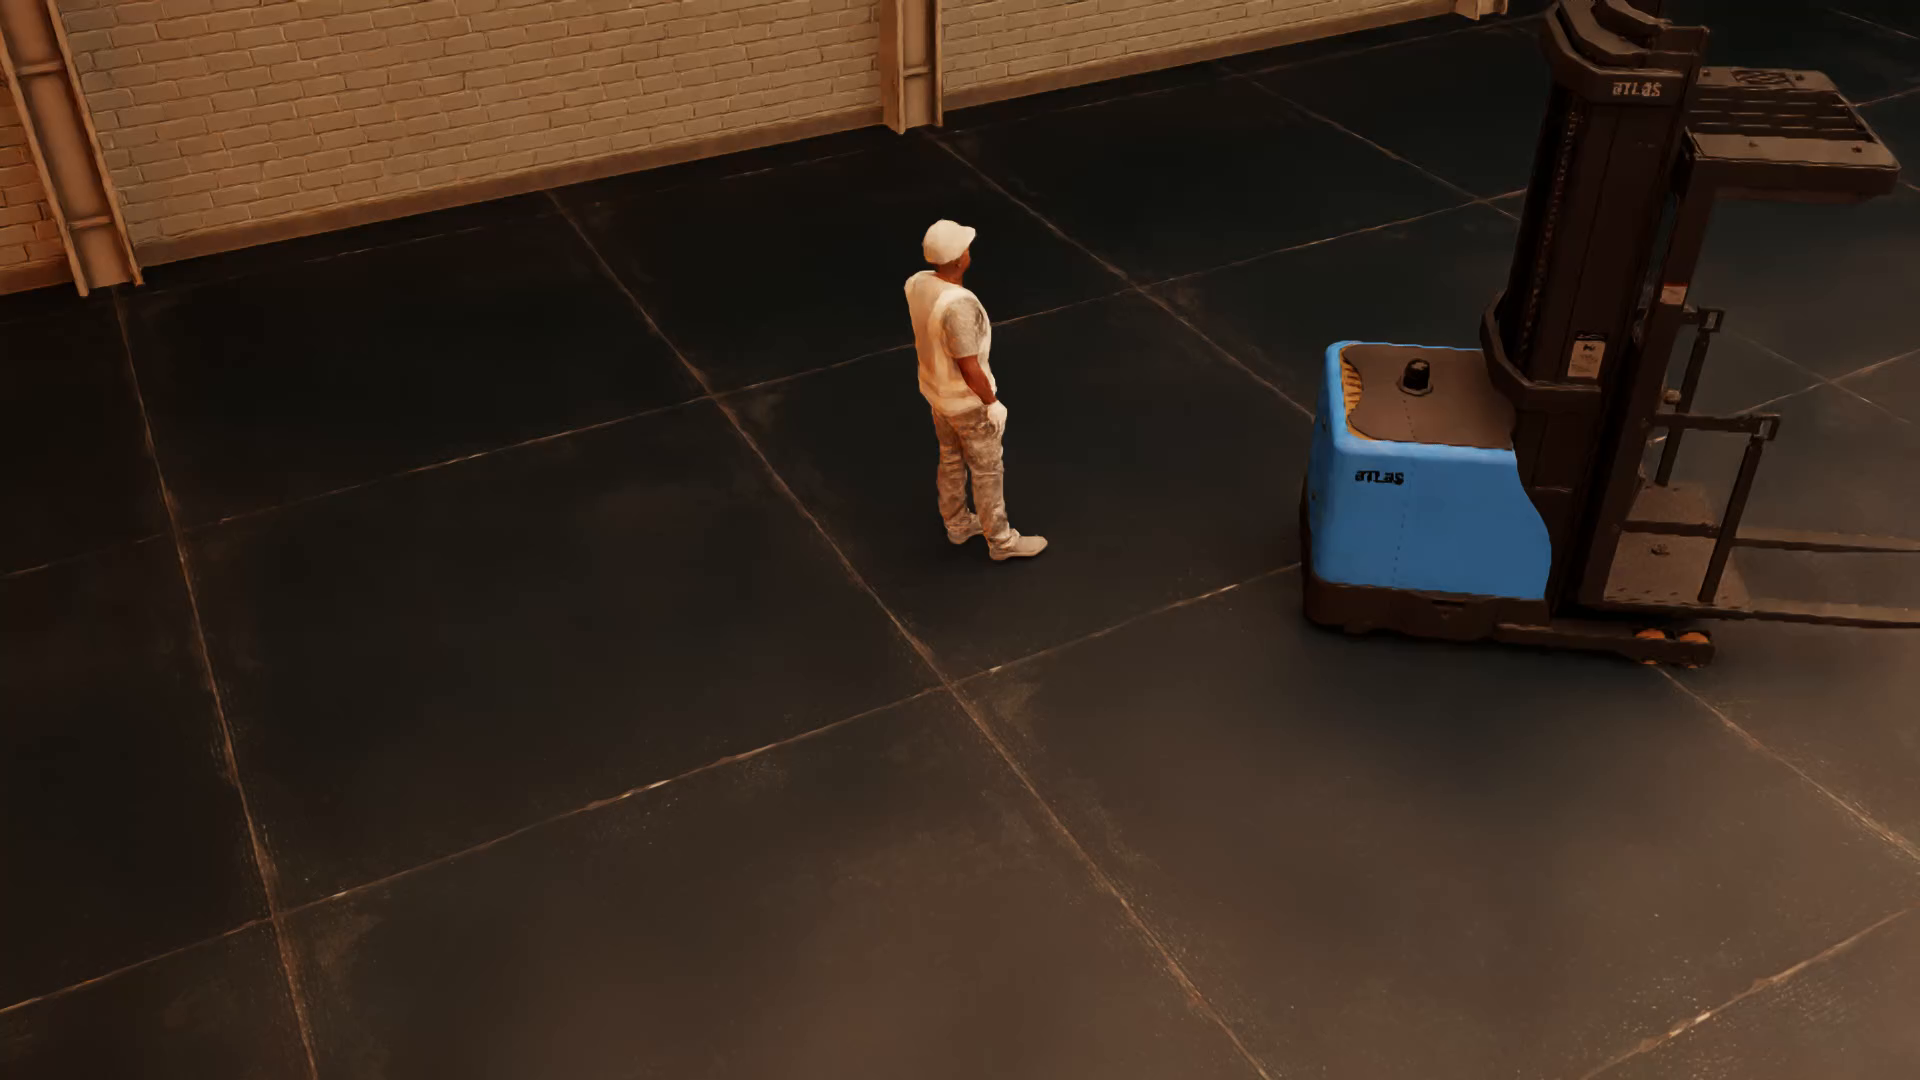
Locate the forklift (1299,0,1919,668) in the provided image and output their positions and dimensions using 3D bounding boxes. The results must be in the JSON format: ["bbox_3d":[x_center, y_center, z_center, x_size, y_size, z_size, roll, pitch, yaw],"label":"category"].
[{"bbox_3d":[3.228,-0.925,7.431,3.031,2.935,1.130,4,35,6],"label":"forklift"}]

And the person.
[{"bbox_3d":[0.067,-0.750,8.166,0.576,1.782,0.655,-17,39,-23],"label":"person"}]
